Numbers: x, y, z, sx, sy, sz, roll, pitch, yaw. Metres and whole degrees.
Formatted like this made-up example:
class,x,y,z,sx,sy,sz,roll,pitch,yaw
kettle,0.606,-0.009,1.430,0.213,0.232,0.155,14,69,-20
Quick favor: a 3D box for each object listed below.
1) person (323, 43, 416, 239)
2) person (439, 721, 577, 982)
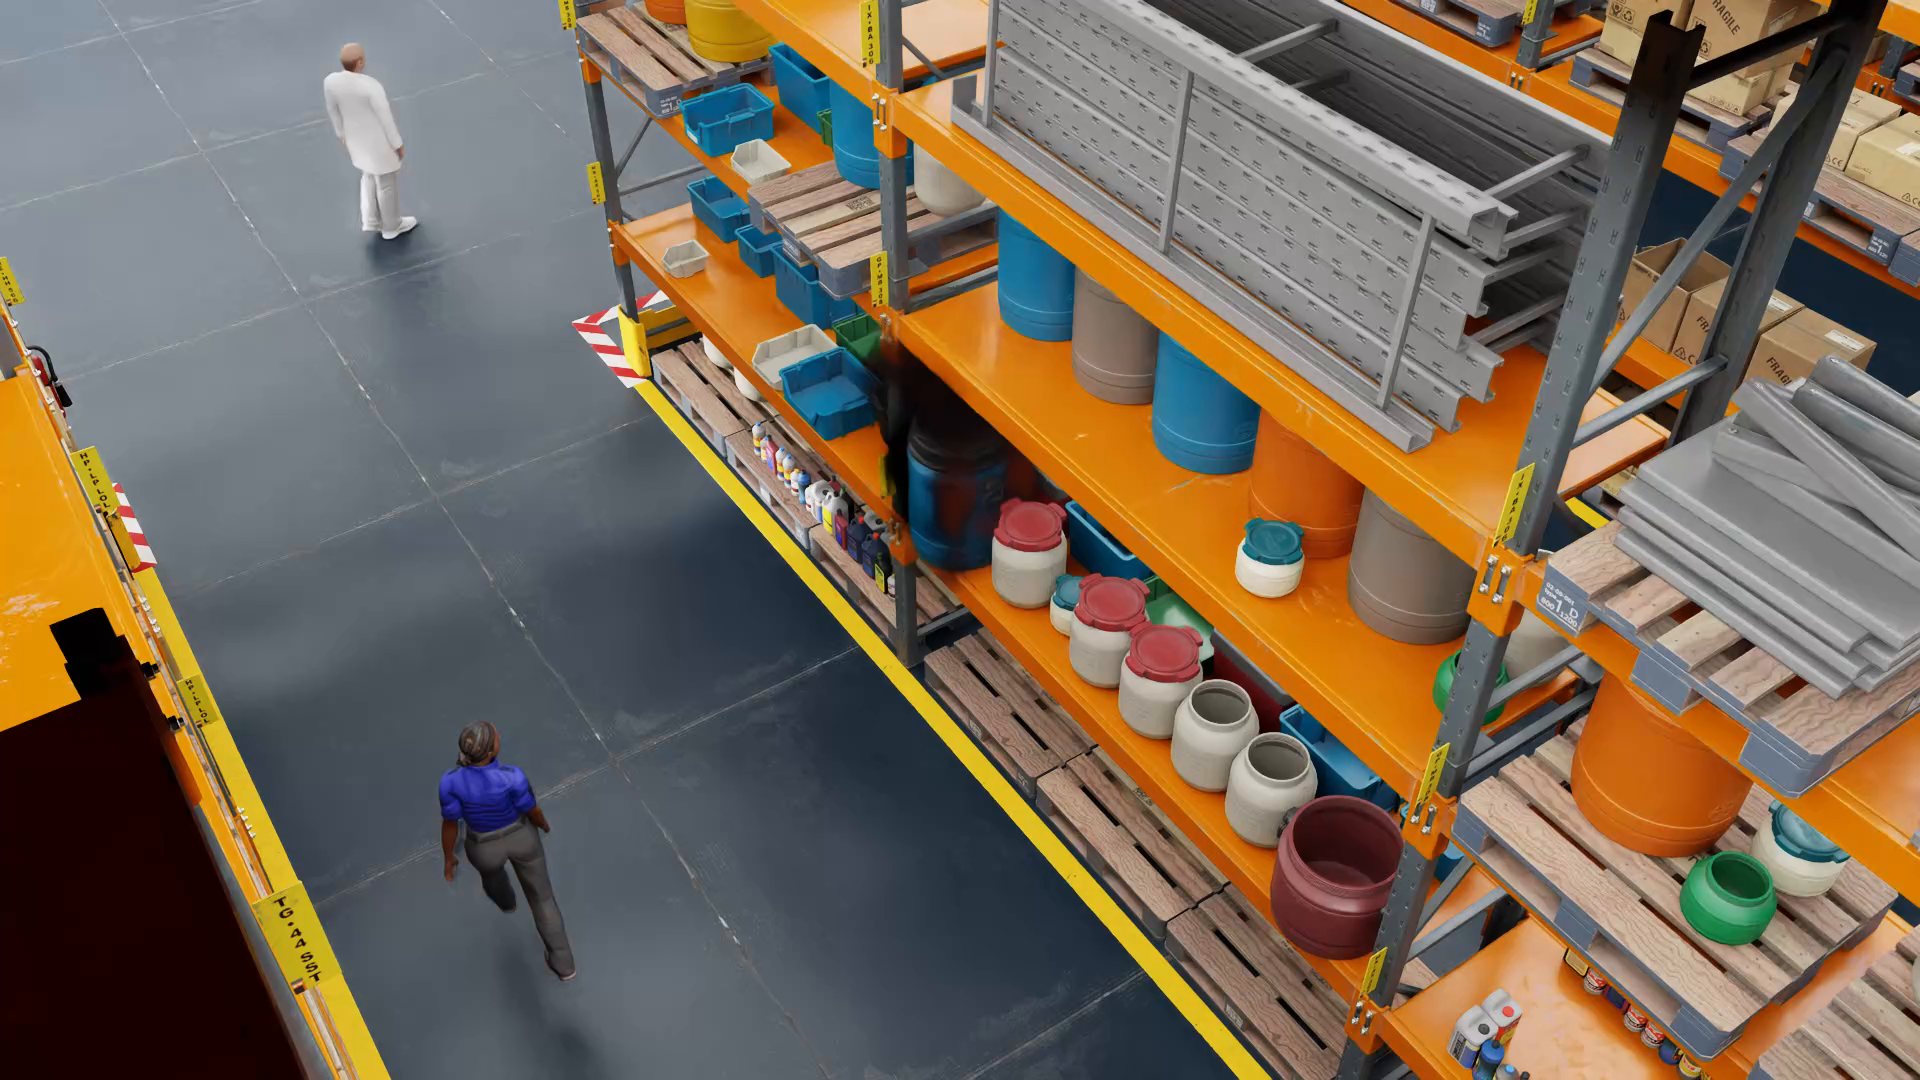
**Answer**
class,x,y,z,sx,sy,sz,roll,pitch,yaw
person,-5.028,-3.359,14.099,0.628,1.787,0.505,12,44,12
person,-2.364,1.542,8.458,0.564,1.619,0.904,-20,46,-20
